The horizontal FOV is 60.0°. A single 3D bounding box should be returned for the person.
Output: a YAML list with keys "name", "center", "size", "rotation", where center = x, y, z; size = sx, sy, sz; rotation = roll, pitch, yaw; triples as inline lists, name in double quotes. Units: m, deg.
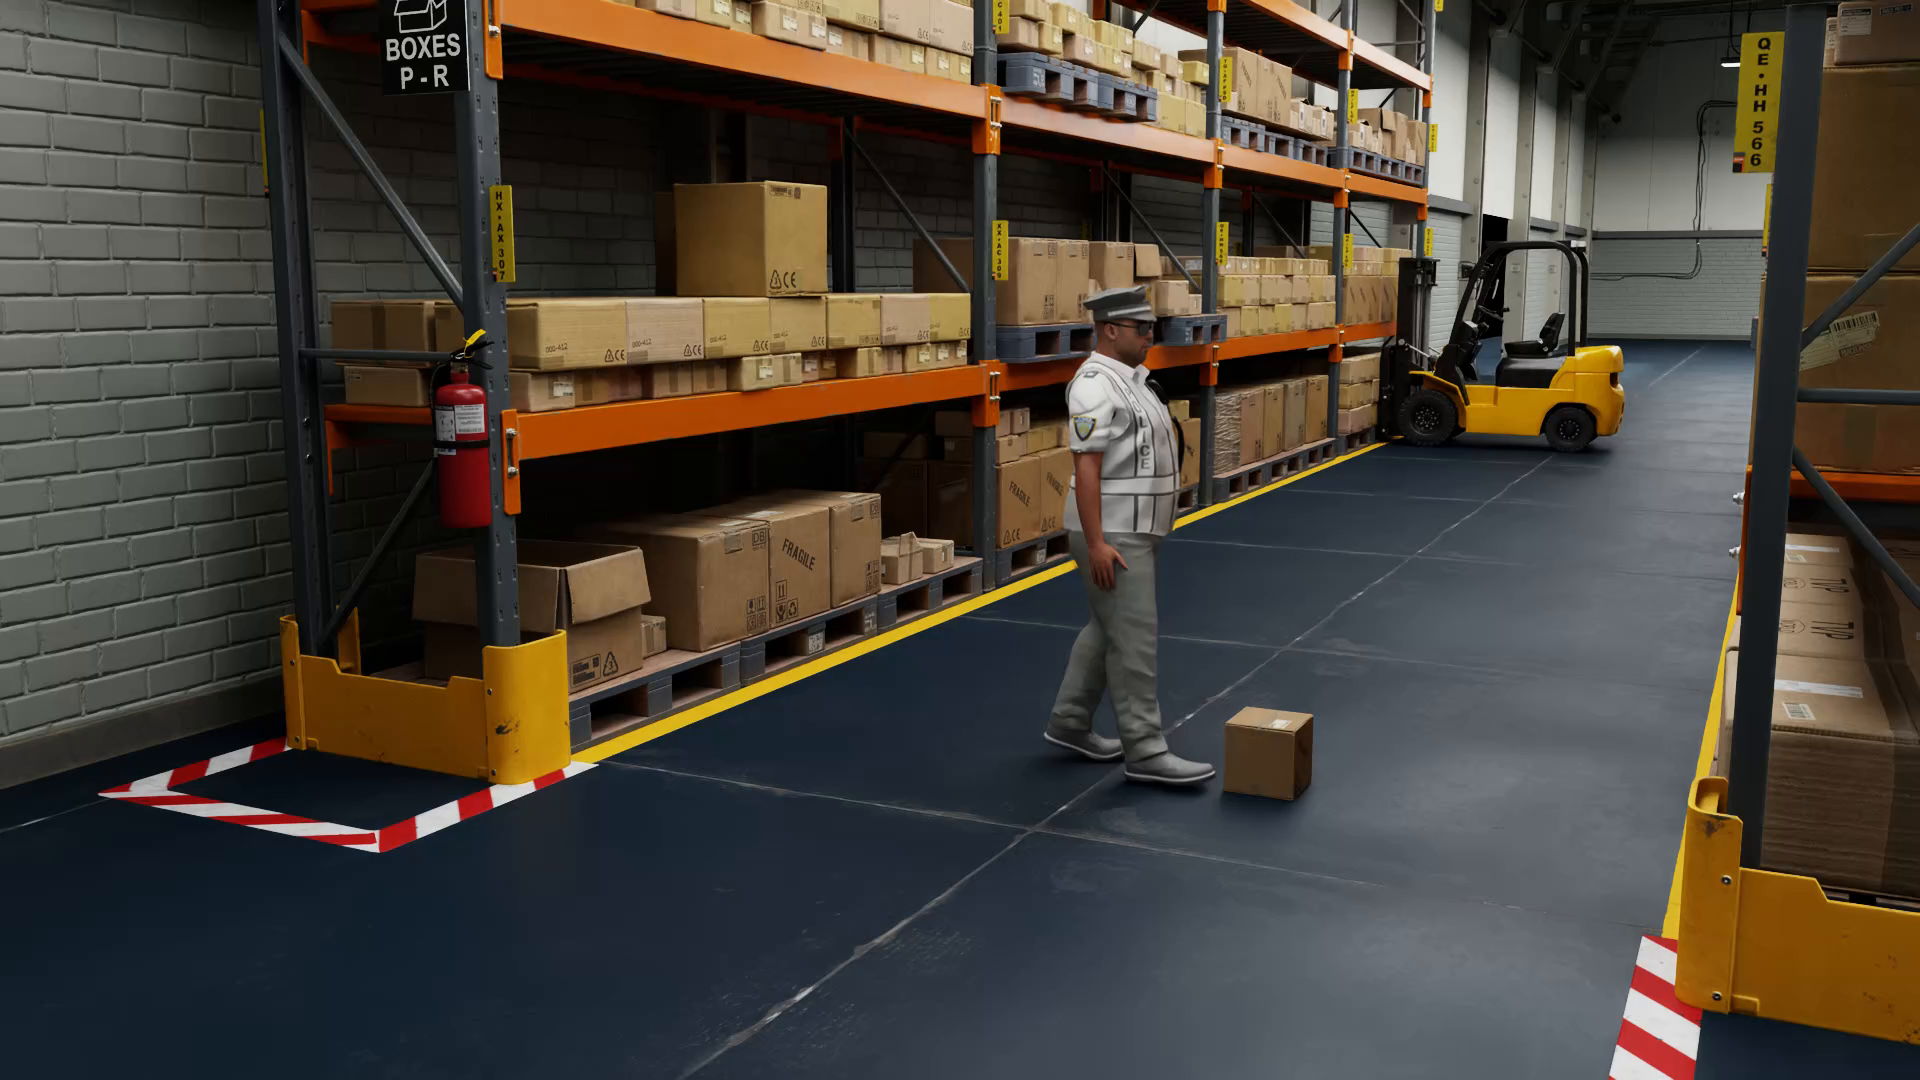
- name: "person"
  center: [0.608, -0.026, 5.938]
  size: [0.701, 1.760, 0.550]
  rotation: [3, 10, 21]
